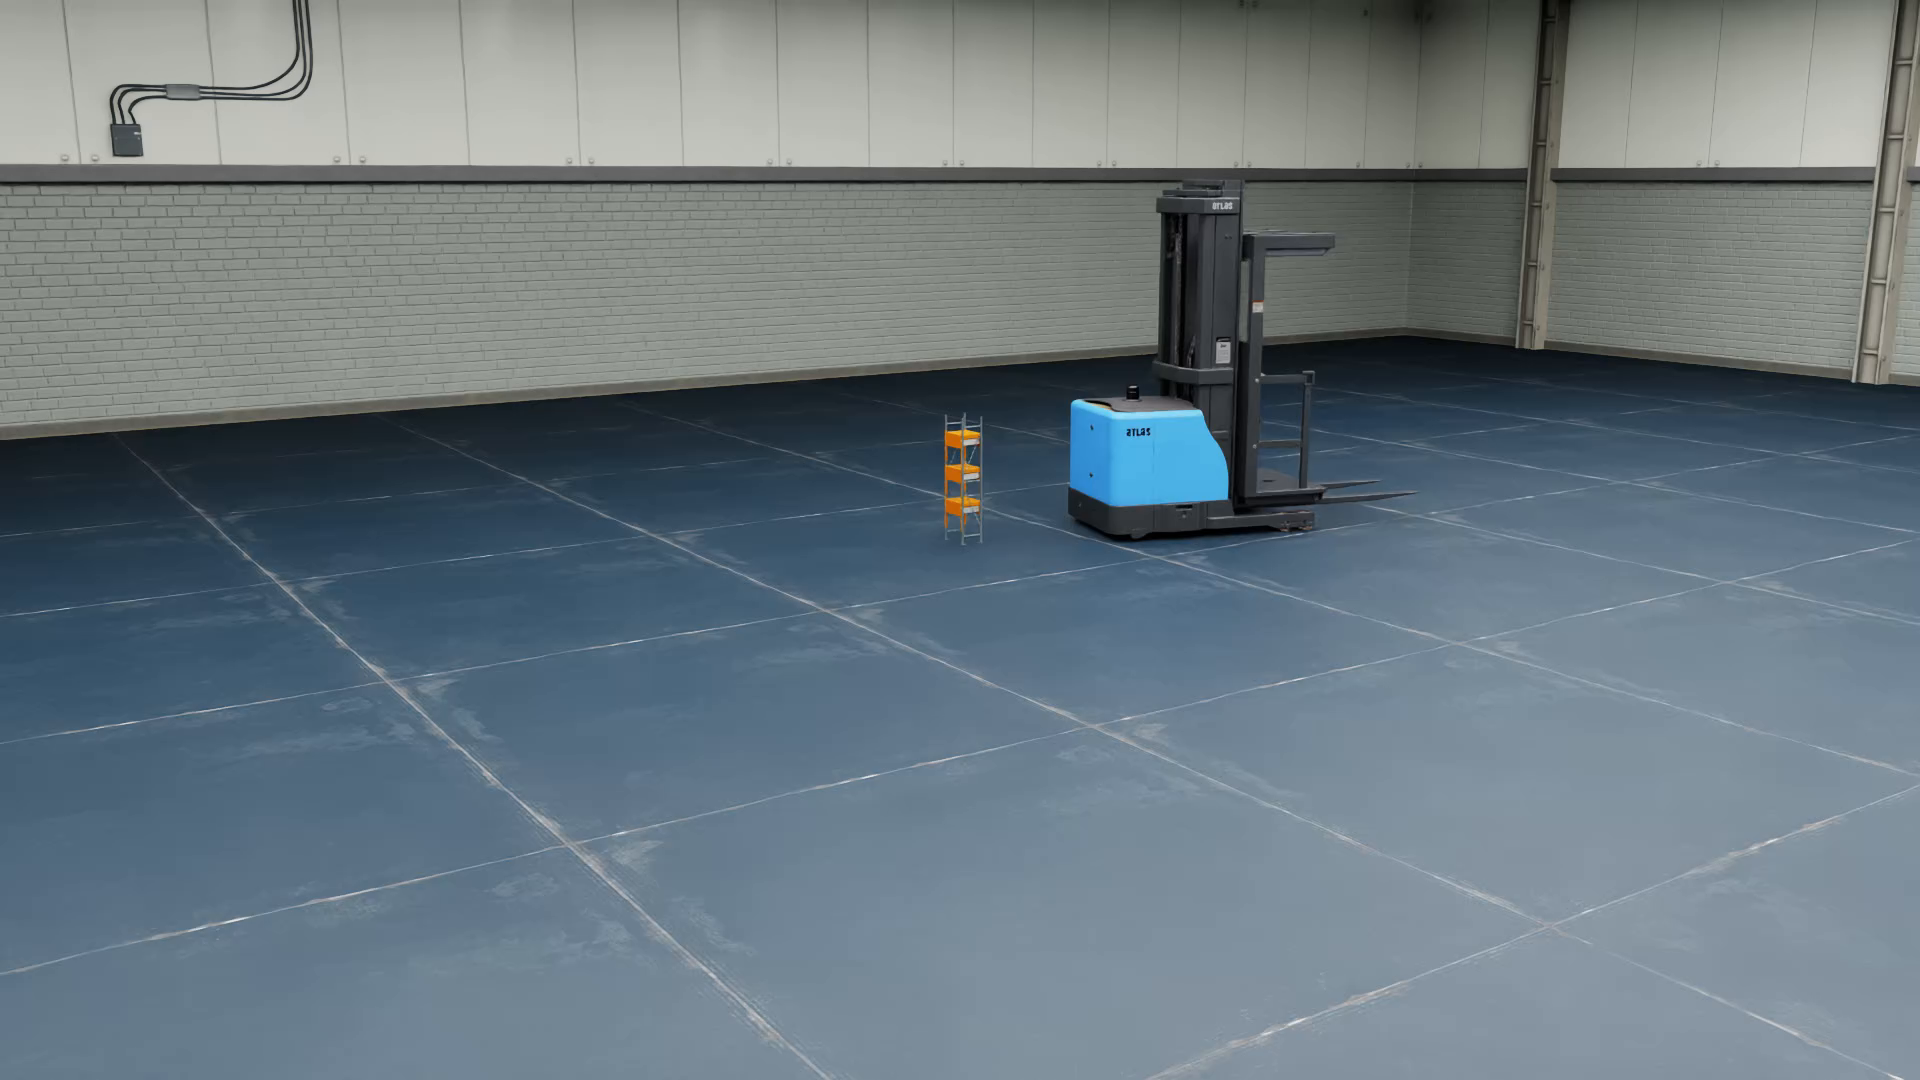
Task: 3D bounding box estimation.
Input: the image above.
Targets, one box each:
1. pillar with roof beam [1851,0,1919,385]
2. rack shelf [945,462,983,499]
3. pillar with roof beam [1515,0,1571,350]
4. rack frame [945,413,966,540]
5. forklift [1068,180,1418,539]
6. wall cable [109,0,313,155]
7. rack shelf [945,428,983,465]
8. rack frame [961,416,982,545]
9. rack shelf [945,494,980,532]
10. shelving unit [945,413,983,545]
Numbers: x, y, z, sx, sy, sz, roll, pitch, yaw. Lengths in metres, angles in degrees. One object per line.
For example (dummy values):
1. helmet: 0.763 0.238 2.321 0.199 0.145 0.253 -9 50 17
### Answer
1. pillar with roof beam: 9.784 -6.197 21.133 9.100 9.000 0.400 -8 15 -33
2. rack shelf: 0.030 -0.493 13.708 0.215 0.259 0.240 -8 15 -33
3. pillar with roof beam: 6.459 -7.264 26.013 9.100 9.000 0.400 -8 15 -33
4. rack frame: -0.038 -0.525 13.805 0.200 1.050 0.008 -8 15 -33
5. forklift: 2.521 -1.604 14.337 3.031 2.935 1.130 -4 13 -18
6. wall cable: -8.800 -7.507 19.167 2.305 6.003 0.169 -8 15 -33
7. rack shelf: 0.030 -0.770 13.648 0.215 0.259 0.240 -8 15 -33
8. rack frame: 0.097 -0.482 13.607 0.200 1.050 0.008 -8 15 -33
9. rack shelf: 0.030 -0.222 13.768 0.215 0.259 0.240 -8 15 -33
10. shelving unit: 0.030 -0.503 13.706 0.215 1.050 0.252 -8 15 -33
